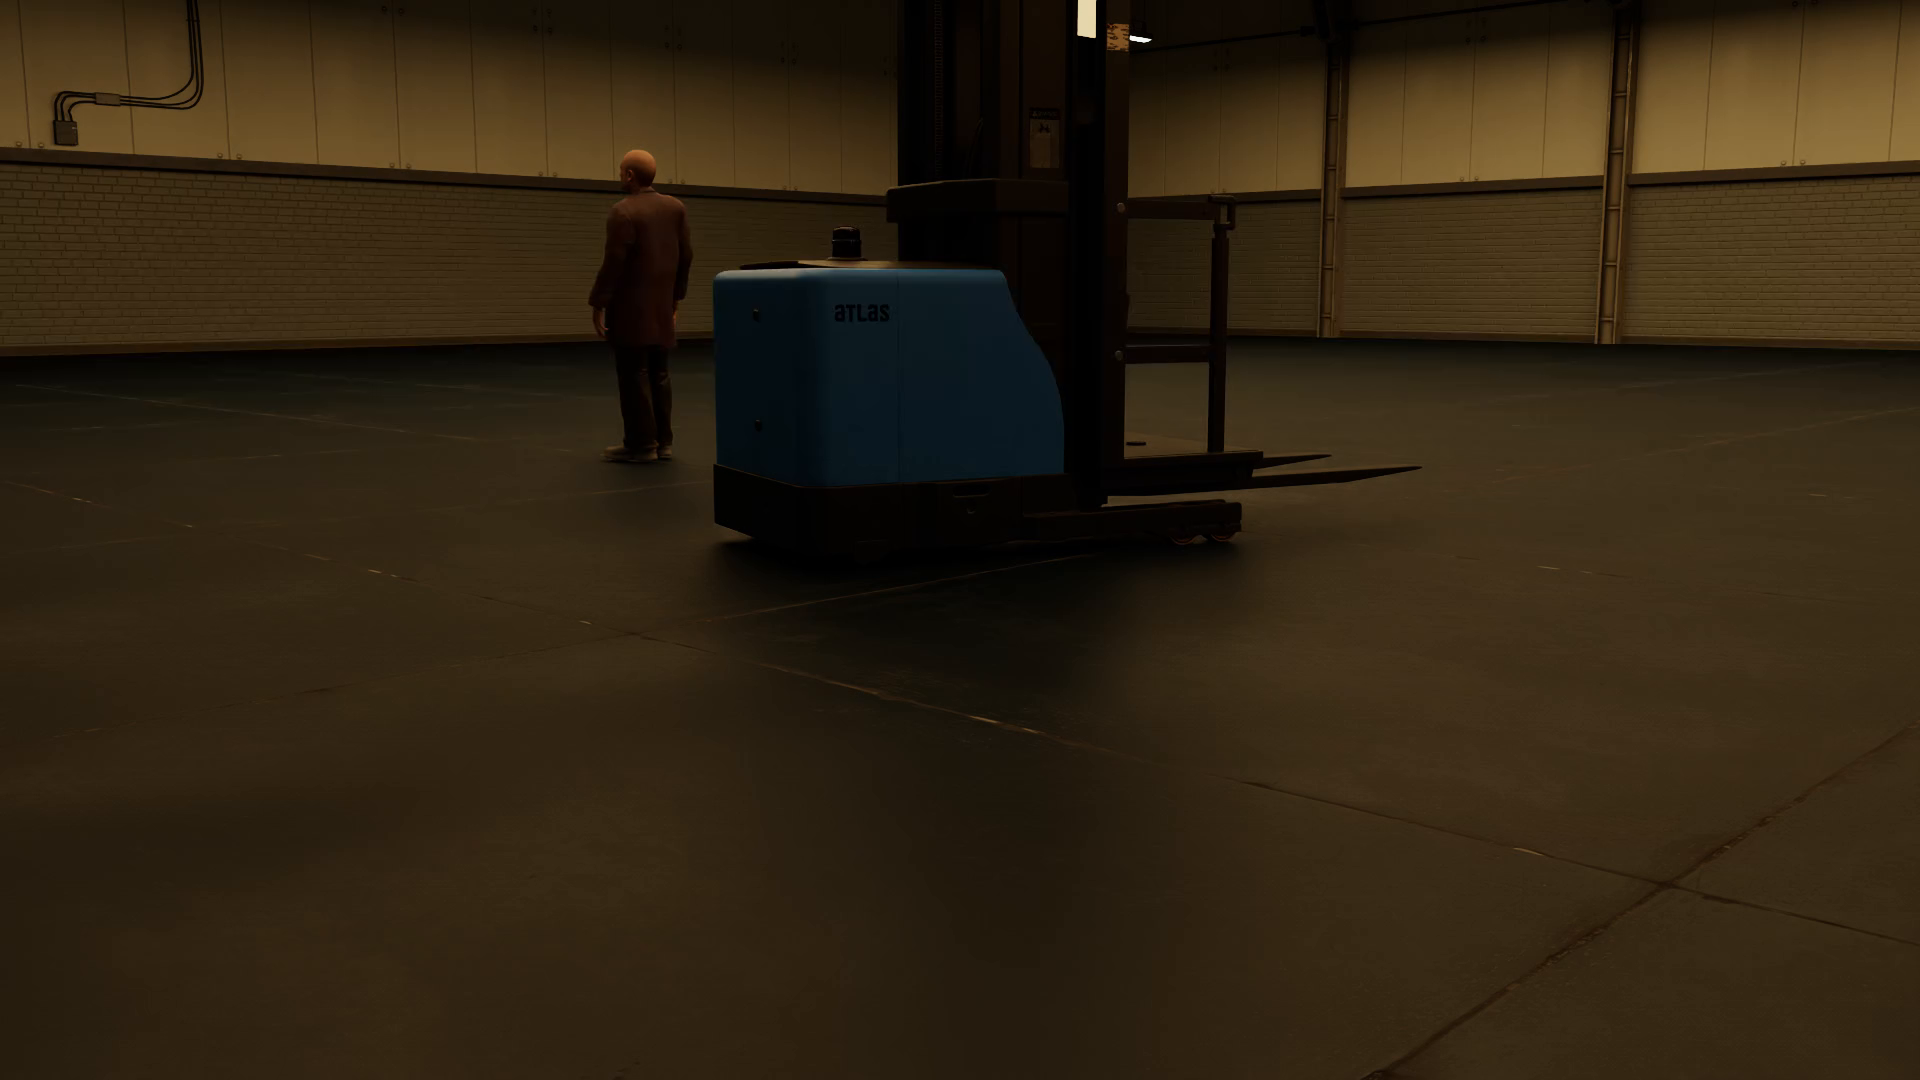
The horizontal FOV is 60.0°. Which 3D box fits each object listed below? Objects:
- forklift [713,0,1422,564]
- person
[{"bbox_3d":[0.558,-1.493,6.788,3.031,2.935,1.130,-4,10,-27],"label":"forklift"},{"bbox_3d":[-1.921,-1.352,9.675,0.582,1.776,0.695,7,11,37],"label":"person"}]
